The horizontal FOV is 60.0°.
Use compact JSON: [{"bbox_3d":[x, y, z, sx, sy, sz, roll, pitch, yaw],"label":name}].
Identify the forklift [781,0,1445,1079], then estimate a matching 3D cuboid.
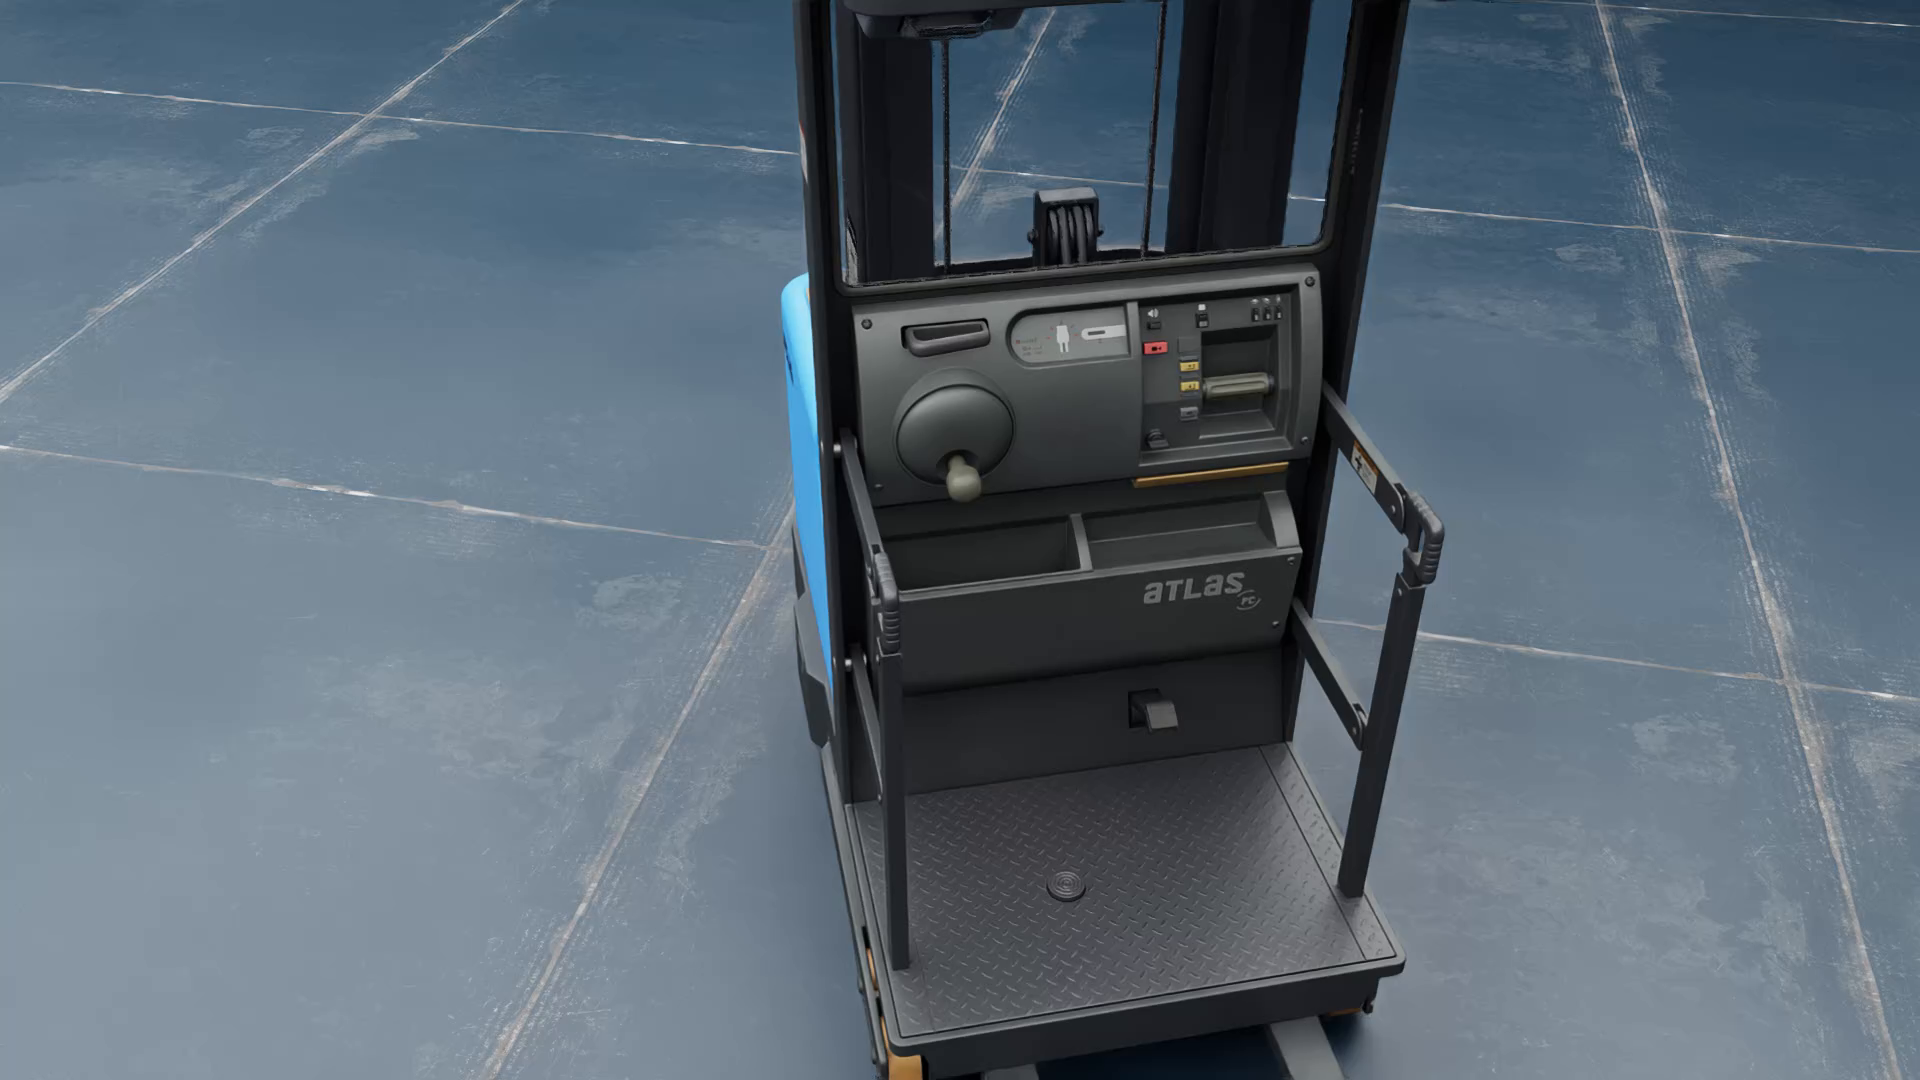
[{"bbox_3d":[0.305,-0.237,3.079,1.130,2.935,3.031,-7,36,-9],"label":"forklift"}]
